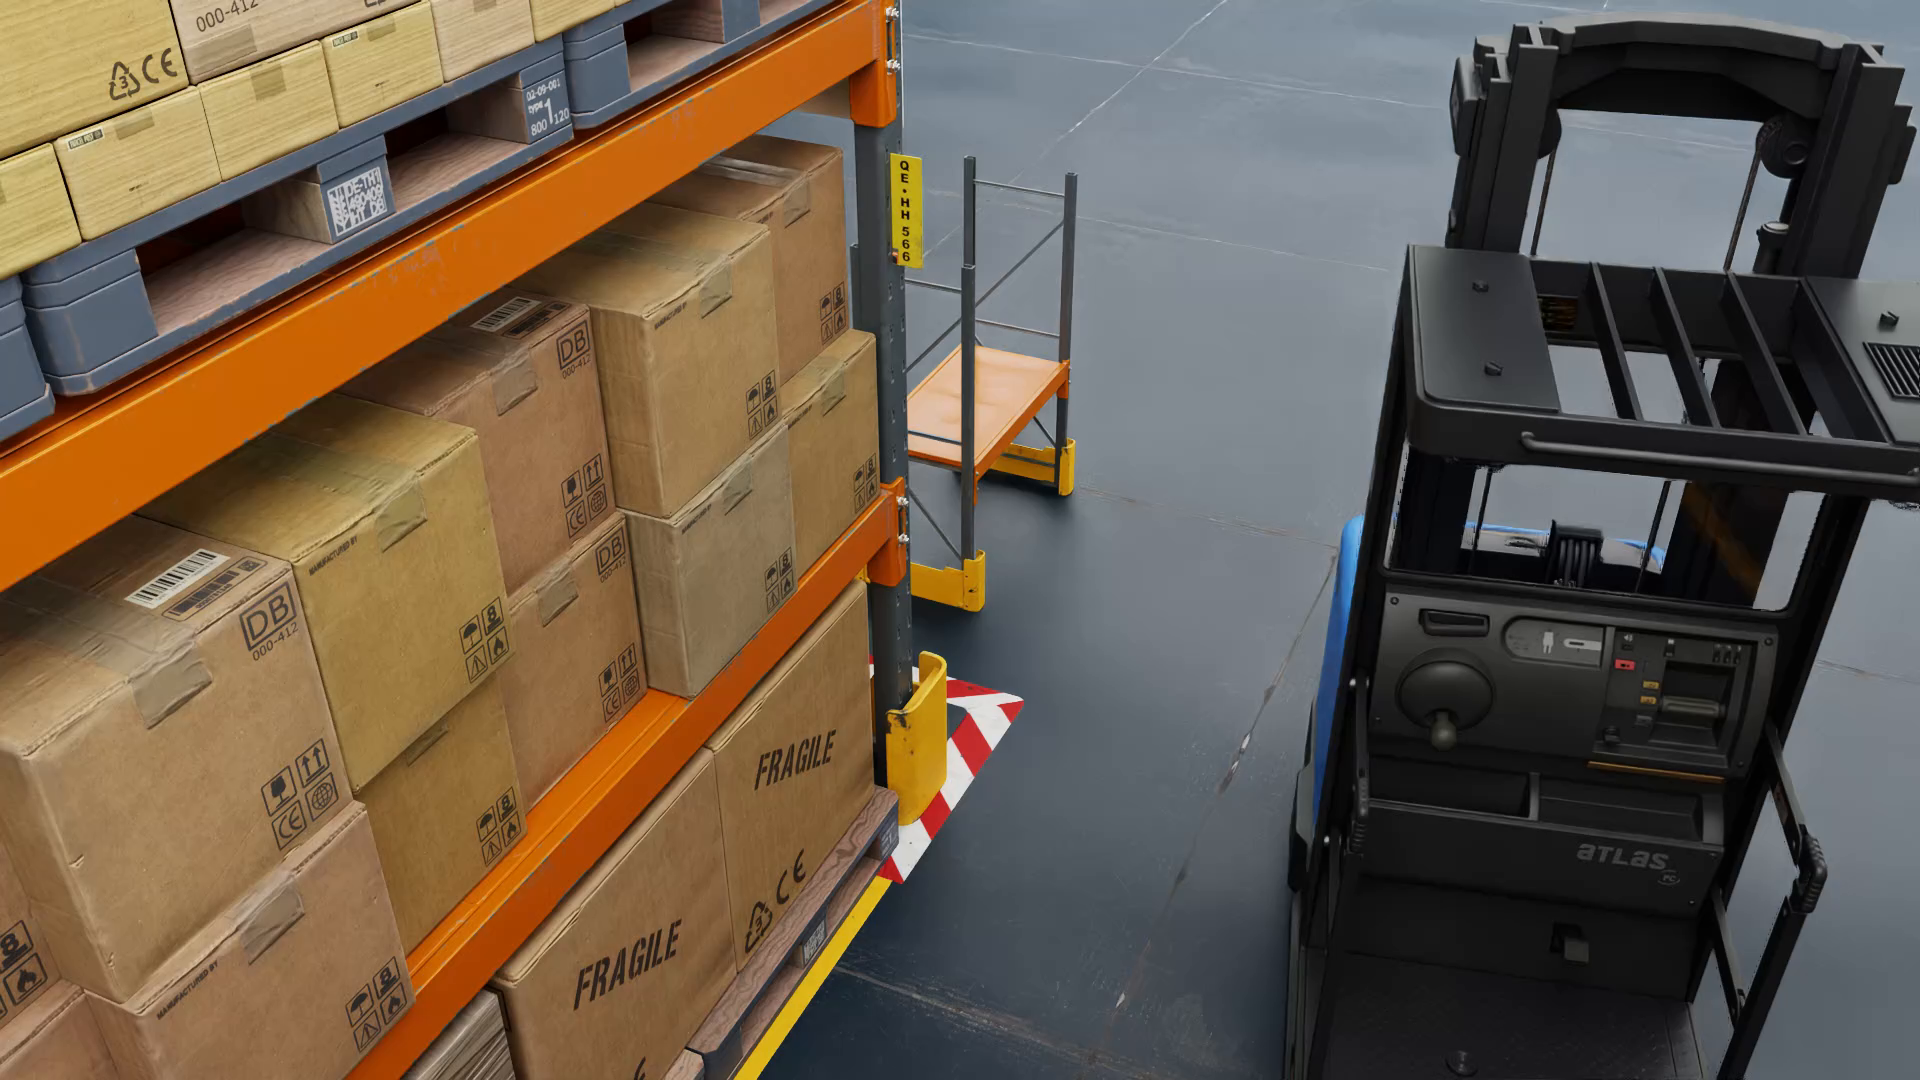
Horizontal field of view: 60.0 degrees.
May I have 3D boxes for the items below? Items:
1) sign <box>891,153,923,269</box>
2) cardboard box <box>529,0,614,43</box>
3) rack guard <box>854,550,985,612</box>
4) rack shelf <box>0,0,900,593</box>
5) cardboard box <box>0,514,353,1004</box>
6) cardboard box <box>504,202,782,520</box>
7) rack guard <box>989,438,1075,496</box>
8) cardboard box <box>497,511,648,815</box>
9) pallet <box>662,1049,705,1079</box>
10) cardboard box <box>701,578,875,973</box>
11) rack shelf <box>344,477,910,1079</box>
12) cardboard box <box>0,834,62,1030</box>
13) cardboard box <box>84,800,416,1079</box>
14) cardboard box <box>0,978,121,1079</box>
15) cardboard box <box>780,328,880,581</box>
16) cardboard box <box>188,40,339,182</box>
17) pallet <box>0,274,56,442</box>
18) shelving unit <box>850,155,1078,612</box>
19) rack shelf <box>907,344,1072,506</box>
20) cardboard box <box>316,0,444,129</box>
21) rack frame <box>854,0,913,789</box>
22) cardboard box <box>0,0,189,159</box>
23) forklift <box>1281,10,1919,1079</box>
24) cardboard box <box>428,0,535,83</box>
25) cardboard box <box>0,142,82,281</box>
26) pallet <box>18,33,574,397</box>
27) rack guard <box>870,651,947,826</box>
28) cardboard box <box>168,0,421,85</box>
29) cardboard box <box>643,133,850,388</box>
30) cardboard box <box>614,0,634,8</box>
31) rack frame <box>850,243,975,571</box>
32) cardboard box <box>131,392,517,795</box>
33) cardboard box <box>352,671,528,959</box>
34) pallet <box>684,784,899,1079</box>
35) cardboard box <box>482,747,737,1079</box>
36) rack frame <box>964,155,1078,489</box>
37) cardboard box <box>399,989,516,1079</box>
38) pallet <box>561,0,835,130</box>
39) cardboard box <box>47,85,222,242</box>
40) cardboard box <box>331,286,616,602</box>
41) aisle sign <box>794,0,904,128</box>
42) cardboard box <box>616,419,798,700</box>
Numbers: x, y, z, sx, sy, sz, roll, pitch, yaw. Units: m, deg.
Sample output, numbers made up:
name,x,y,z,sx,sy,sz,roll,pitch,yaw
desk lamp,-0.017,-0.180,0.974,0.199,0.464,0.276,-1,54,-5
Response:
name,x,y,z,sx,sy,sz,roll,pitch,yaw
sign,-0.151,-0.915,4.637,0.100,0.325,0.005,14,36,20
cardboard box,-0.895,-1.079,3.180,0.380,0.149,0.250,14,36,20
rack guard,-0.176,0.106,6.861,0.587,0.250,0.087,14,36,20
rack shelf,-1.475,-0.420,3.076,1.077,0.370,4.000,14,36,20
cardboard box,-1.651,0.301,2.934,0.875,0.550,0.550,14,36,20
cardboard box,-0.975,-0.506,4.165,0.875,0.550,0.550,14,36,20
rack guard,0.240,-0.391,7.618,0.587,0.250,0.087,14,36,20
cardboard box,-1.311,0.199,4.075,0.875,0.550,0.550,14,36,20
pallet,-1.413,1.725,4.427,1.003,0.211,1.213,14,36,20
cardboard box,-0.862,0.603,5.150,0.875,0.875,0.875,14,36,21
rack shelf,-1.475,0.834,3.898,1.077,0.370,4.000,14,36,20
cardboard box,-2.001,0.539,2.571,0.875,0.550,0.550,14,36,20
cardboard box,-1.626,0.759,3.220,0.875,0.550,0.550,14,36,20
cardboard box,-1.958,1.001,2.851,0.875,0.550,0.550,14,36,20
cardboard box,-0.752,-0.330,4.881,0.875,0.550,0.550,14,36,20
cardboard box,-1.214,-0.698,2.599,0.380,0.149,0.250,15,36,21
pallet,-1.960,-0.093,2.002,1.003,0.211,1.213,14,36,20
shelving unit,0.032,-0.665,6.897,0.587,1.500,1.083,14,36,20
rack shelf,0.036,-0.519,7.002,0.538,0.185,1.000,14,36,20
cardboard box,-1.108,-0.827,2.795,0.380,0.149,0.250,15,36,21
rack frame,-0.638,-0.463,5.220,1.000,3.000,0.127,14,36,20
cardboard box,-1.432,-0.686,2.217,0.500,0.250,0.500,14,36,20
forklift,1.474,0.414,3.945,1.130,2.935,3.031,6,34,9
cardboard box,-1.001,-0.954,2.988,0.380,0.149,0.250,14,36,21
cardboard box,-1.426,-0.448,2.217,0.380,0.149,0.250,14,36,20
pallet,-1.448,-0.698,2.925,1.003,0.211,1.213,14,36,20
rack guard,-0.628,0.571,5.924,1.175,0.500,0.348,14,36,20
cardboard box,-1.221,-0.939,2.602,0.500,0.250,0.500,15,36,21
cardboard box,-0.828,-0.801,4.615,0.875,0.550,0.550,14,36,20
cardboard box,-0.789,-1.207,3.375,0.380,0.149,0.250,15,36,21
rack frame,-0.177,-0.416,6.517,0.500,1.500,0.032,14,36,20
cardboard box,-1.436,0.035,3.339,0.875,0.550,0.500,14,36,20
cardboard box,-1.495,0.472,3.658,0.875,0.550,0.500,14,36,20
pallet,-0.901,1.120,5.350,1.003,0.211,1.213,14,36,20
cardboard box,-1.228,1.042,4.481,0.875,0.875,0.875,14,36,20
rack frame,0.248,-0.923,7.290,0.500,1.500,0.032,14,36,20
cardboard box,-1.611,1.495,3.789,0.875,0.875,0.875,14,36,21
pallet,-0.939,-1.308,3.855,1.003,0.211,1.213,14,36,20
cardboard box,-1.319,-0.575,2.411,0.380,0.149,0.250,14,36,21
cardboard box,-1.332,-0.258,3.787,0.875,0.550,0.550,14,36,20
aisle sign,-0.336,-1.516,4.456,0.394,0.787,0.004,14,36,20
cardboard box,-0.962,-0.051,4.456,0.875,0.550,0.550,14,36,20
